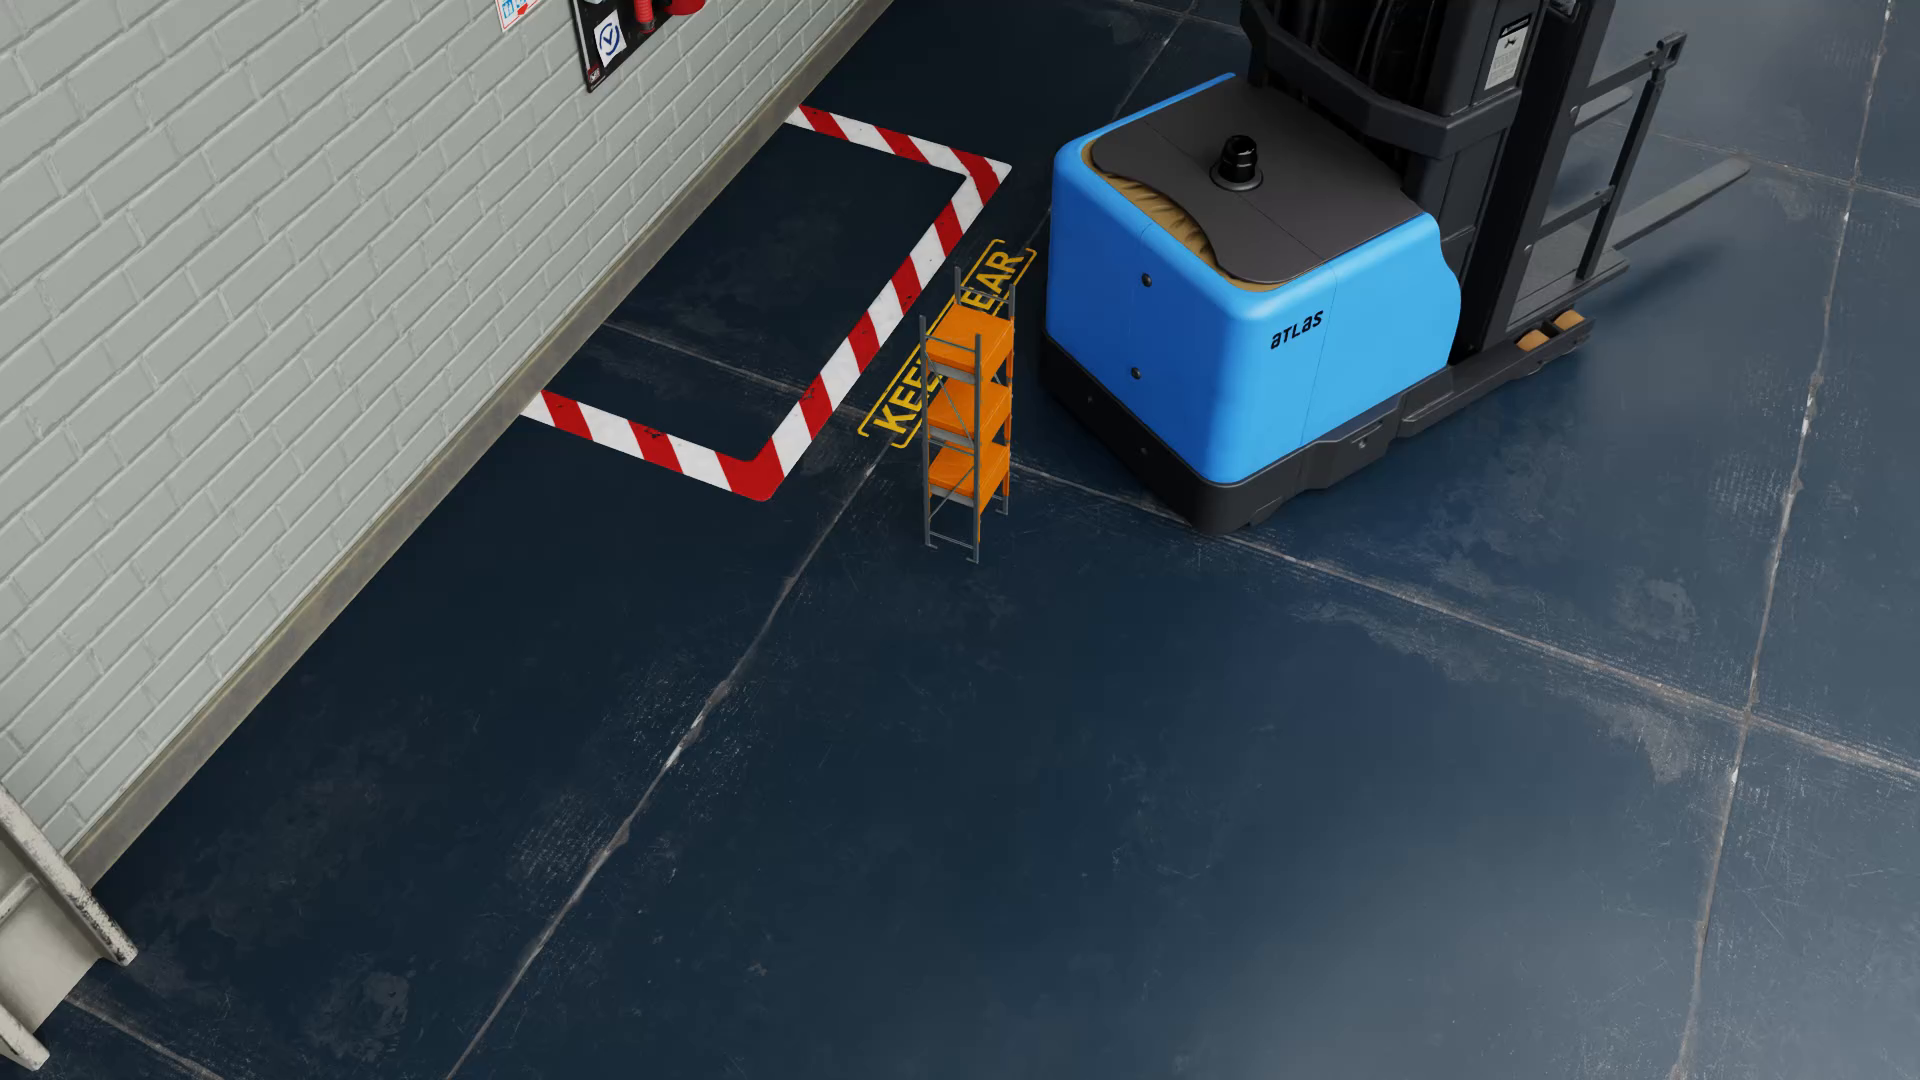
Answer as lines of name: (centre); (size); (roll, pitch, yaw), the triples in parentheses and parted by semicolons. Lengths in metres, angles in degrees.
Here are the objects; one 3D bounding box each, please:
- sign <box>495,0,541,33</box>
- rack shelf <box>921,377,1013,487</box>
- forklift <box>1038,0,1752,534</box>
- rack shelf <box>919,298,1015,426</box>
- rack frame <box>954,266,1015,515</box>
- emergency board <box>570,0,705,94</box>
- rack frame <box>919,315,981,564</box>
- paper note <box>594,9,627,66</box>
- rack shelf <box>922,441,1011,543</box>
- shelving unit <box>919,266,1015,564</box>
sign: (-1.424, -1.819, 5.305); (0.001, 0.329, 0.234); (20, 52, 16)
rack shelf: (0.023, -0.370, 5.390); (0.215, 0.259, 0.240); (20, 52, 16)
forklift: (1.791, -1.879, 5.424); (3.031, 2.935, 1.130); (-28, 55, -22)
rack shelf: (0.023, -0.554, 5.173); (0.215, 0.259, 0.240); (20, 52, 16)
rack frame: (0.075, -0.461, 5.453); (0.200, 1.050, 0.008); (20, 52, 16)
emergency board: (-1.094, -2.155, 5.614); (0.194, 1.169, 0.643); (20, 52, 16)
rack frame: (-0.029, -0.293, 5.310); (0.200, 1.050, 0.008); (20, 52, 16)
paper note: (-1.232, -1.770, 5.865); (0.016, 0.148, 0.142); (20, 52, 16)
rack shelf: (0.023, -0.190, 5.601); (0.215, 0.259, 0.240); (20, 52, 16)
shelving unit: (0.023, -0.377, 5.382); (0.215, 1.050, 0.252); (20, 52, 16)
